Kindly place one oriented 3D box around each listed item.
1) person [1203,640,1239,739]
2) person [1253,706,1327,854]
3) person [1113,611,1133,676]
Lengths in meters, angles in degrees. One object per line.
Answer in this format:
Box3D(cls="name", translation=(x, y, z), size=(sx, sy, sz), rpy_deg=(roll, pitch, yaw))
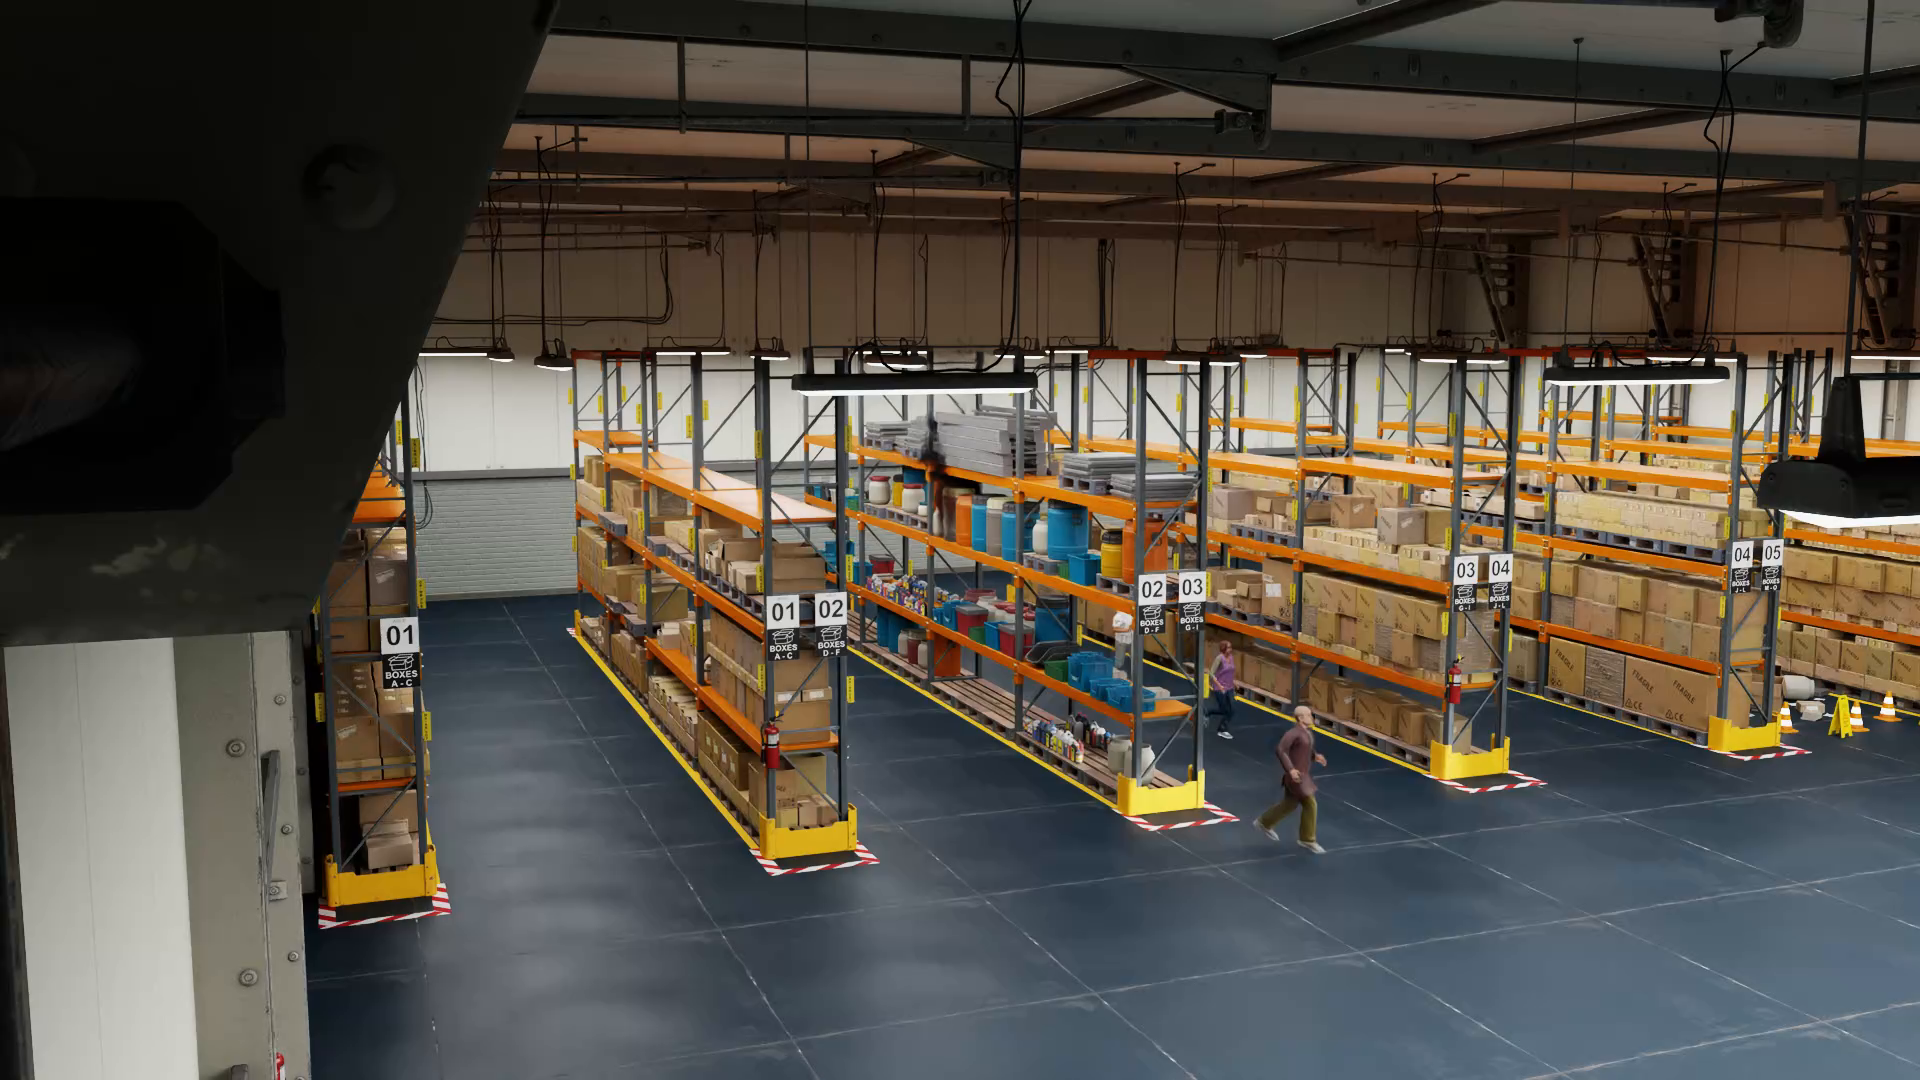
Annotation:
Box3D(cls="person", translation=(4.081, 2.326, 26.152), size=(0.522, 1.554, 0.598), rpy_deg=(-6, 9, -39))
Box3D(cls="person", translation=(4.073, 2.919, 20.449), size=(0.915, 1.828, 0.702), rpy_deg=(2, 8, 19))
Box3D(cls="person", translation=(2.961, 1.825, 29.527), size=(0.607, 1.651, 0.941), rpy_deg=(-3, 8, -26))
